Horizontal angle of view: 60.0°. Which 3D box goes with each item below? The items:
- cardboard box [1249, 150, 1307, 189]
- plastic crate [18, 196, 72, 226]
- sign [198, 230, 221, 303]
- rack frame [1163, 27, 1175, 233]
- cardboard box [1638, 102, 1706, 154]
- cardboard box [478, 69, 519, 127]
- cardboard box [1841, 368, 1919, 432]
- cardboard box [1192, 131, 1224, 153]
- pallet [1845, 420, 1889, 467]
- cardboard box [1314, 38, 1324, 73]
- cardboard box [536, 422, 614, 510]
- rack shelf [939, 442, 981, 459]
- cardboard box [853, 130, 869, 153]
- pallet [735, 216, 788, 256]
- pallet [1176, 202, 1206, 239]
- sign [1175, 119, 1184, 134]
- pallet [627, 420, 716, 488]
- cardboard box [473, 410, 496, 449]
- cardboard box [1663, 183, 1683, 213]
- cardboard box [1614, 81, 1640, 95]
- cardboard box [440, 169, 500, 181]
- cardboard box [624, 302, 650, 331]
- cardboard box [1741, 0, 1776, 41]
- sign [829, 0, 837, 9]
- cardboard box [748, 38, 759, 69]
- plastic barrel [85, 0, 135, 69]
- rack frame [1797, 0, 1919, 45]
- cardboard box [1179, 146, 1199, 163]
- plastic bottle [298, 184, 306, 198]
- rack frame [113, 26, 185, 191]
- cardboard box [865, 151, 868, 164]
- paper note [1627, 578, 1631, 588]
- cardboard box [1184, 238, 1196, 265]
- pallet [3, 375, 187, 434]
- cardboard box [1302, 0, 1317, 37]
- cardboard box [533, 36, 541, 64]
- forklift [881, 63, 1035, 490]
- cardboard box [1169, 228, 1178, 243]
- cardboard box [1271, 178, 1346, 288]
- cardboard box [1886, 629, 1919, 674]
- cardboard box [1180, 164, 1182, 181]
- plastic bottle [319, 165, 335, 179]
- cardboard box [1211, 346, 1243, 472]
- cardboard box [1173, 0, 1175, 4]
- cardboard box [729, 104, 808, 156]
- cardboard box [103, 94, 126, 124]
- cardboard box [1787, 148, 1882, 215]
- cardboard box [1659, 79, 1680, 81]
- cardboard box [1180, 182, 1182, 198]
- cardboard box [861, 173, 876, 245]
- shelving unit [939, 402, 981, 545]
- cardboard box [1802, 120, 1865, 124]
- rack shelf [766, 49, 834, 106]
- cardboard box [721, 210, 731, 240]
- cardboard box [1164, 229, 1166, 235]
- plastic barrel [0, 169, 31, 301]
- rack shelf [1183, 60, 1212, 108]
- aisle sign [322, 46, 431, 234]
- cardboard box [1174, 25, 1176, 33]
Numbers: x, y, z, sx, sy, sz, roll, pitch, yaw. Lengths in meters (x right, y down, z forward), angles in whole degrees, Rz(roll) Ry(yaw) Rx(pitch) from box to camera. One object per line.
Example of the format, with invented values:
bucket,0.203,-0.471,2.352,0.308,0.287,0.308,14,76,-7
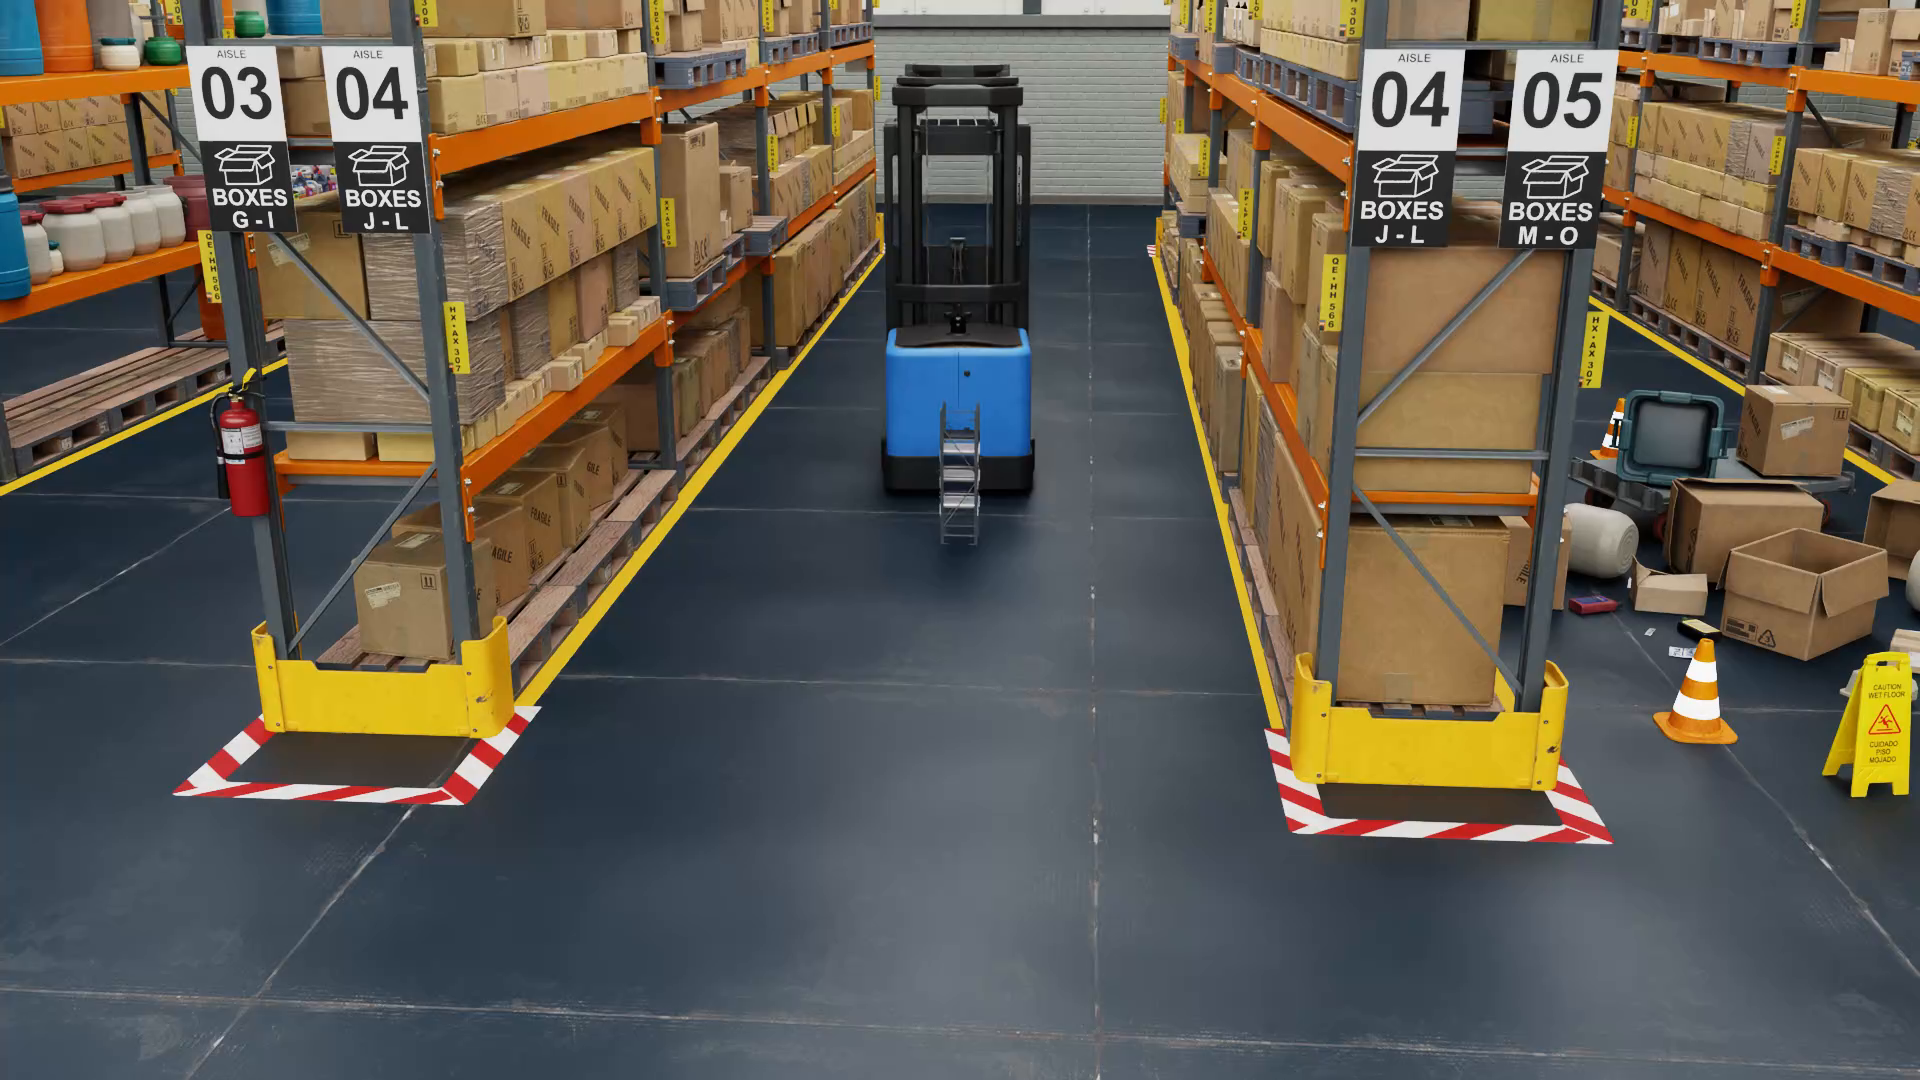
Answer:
cardboard box,2.515,-2.606,12.292,0.700,0.500,0.500,1,18,4
plastic crate,-7.601,-2.643,14.068,0.402,0.464,0.583,1,18,4
sign,-3.365,-1.231,7.496,0.100,0.325,0.005,1,18,4
rack frame,3.274,-5.339,22.400,1.000,3.000,0.127,1,18,4
cardboard box,7.614,-4.410,17.799,0.500,0.500,0.500,1,18,5
cardboard box,-2.490,-2.170,8.153,0.500,0.250,0.500,1,18,3
cardboard box,7.490,-1.086,12.967,0.950,0.372,0.625,2,18,6
cardboard box,2.740,-4.442,19.025,0.500,0.500,0.500,1,18,4
pallet,7.497,-0.830,13.116,1.003,0.211,1.213,1,18,4
cardboard box,1.868,-2.270,7.786,0.380,0.149,0.250,1,18,4
cardboard box,-2.628,-0.465,10.864,0.500,0.500,0.500,7,20,21
rack shelf,0.001,-0.570,10.745,0.258,0.077,0.200,1,18,4
cardboard box,-1.473,-5.237,21.853,0.500,0.250,0.500,1,18,3
pallet,-2.184,-2.682,14.598,1.213,0.211,1.003,1,18,4
pallet,2.645,-2.987,15.530,1.213,0.211,1.003,1,18,4
sign,2.445,-4.518,18.504,0.100,0.325,0.005,1,18,4
pallet,-2.472,-0.671,12.632,1.003,0.211,1.213,1,18,4
cardboard box,-2.518,-0.553,8.197,0.380,0.149,0.250,1,18,4
cardboard box,7.549,-3.496,17.016,0.500,0.250,0.500,1,18,3
cardboard box,7.774,-5.266,19.368,0.380,0.149,0.250,1,18,3
cardboard box,-2.907,-1.818,9.410,0.500,0.500,0.500,1,18,4
cardboard box,-2.276,-1.484,11.039,0.380,0.149,0.250,1,18,4
cardboard box,7.527,-4.760,14.979,0.700,0.500,0.500,0,18,1
sign,-1.411,-6.051,18.418,0.100,0.325,0.005,1,18,4
cardboard box,-2.029,-4.198,14.340,0.500,0.250,0.500,1,18,4
plastic barrel,-7.455,-4.521,14.280,0.600,0.901,0.600,0,18,0
rack frame,7.645,-5.626,13.642,1.000,3.000,0.127,1,18,4
cardboard box,2.393,-3.862,16.666,0.380,0.149,0.250,2,18,6
plastic bottle,-6.724,-3.496,16.981,0.097,0.271,0.097,0,18,0
rack frame,-11.547,-5.704,23.512,1.000,3.000,0.127,1,18,4
cardboard box,-1.418,-5.007,21.791,0.380,0.149,0.250,2,18,5
paper note,4.142,0.265,10.078,0.172,0.023,0.155,8,20,23
cardboard box,2.635,-3.076,17.629,0.500,0.250,0.500,2,18,5
pallet,-7.364,-1.164,14.138,1.003,0.211,1.213,1,18,4
cardboard box,1.957,-2.582,8.096,0.500,0.250,0.500,1,18,4
cardboard box,-2.464,-2.618,8.878,0.380,0.149,0.250,1,18,3
forklift,-0.023,-2.154,12.791,1.130,2.935,3.031,0,18,-1
cardboard box,2.773,-3.747,20.491,0.380,0.149,0.250,1,18,2
cardboard box,2.254,-1.745,9.455,0.875,0.550,0.550,1,18,4
cardboard box,5.151,0.612,8.816,0.380,0.149,0.250,12,22,32
cardboard box,2.372,-3.640,16.467,0.380,0.149,0.250,2,18,5
plastic bottle,-7.244,-4.211,19.038,0.144,0.351,0.185,1,18,4
cardboard box,2.369,-0.938,11.905,1.050,0.750,0.750,1,18,4
cardboard box,2.895,-6.863,21.032,0.380,0.149,0.250,1,18,4
cardboard box,-2.051,-4.352,17.615,0.797,0.503,0.637,1,18,5
cardboard box,-11.372,-5.764,21.930,0.500,0.500,0.500,2,18,5
cardboard box,7.382,-3.029,14.038,0.500,0.500,0.500,1,18,2
cardboard box,8.341,-5.414,19.819,0.380,0.149,0.250,1,18,4
cardboard box,2.354,-3.416,16.260,0.380,0.149,0.250,0,18,1
cardboard box,-1.632,-4.471,22.487,0.875,0.875,0.875,1,18,4
shelving unit,0.001,-0.430,10.791,0.258,0.900,0.210,1,18,4
cardboard box,7.950,-3.600,15.326,0.500,0.500,0.500,1,18,4
rack shelf,-2.096,-4.701,16.792,1.077,0.370,4.000,1,18,4
cardboard box,-2.090,-2.608,13.608,0.396,0.266,0.258,1,18,2
cardboard box,2.904,-4.085,21.997,0.380,0.149,0.250,1,18,4
plastic barrel,-7.137,-2.216,12.065,0.600,0.901,0.708,1,18,4
rack shelf,2.844,-4.559,16.358,1.077,0.370,4.000,1,18,4
aisle sign,-2.518,-1.721,7.184,0.394,0.787,0.004,1,18,4
cardboard box,2.921,-6.236,20.560,0.500,0.250,0.500,1,18,2
